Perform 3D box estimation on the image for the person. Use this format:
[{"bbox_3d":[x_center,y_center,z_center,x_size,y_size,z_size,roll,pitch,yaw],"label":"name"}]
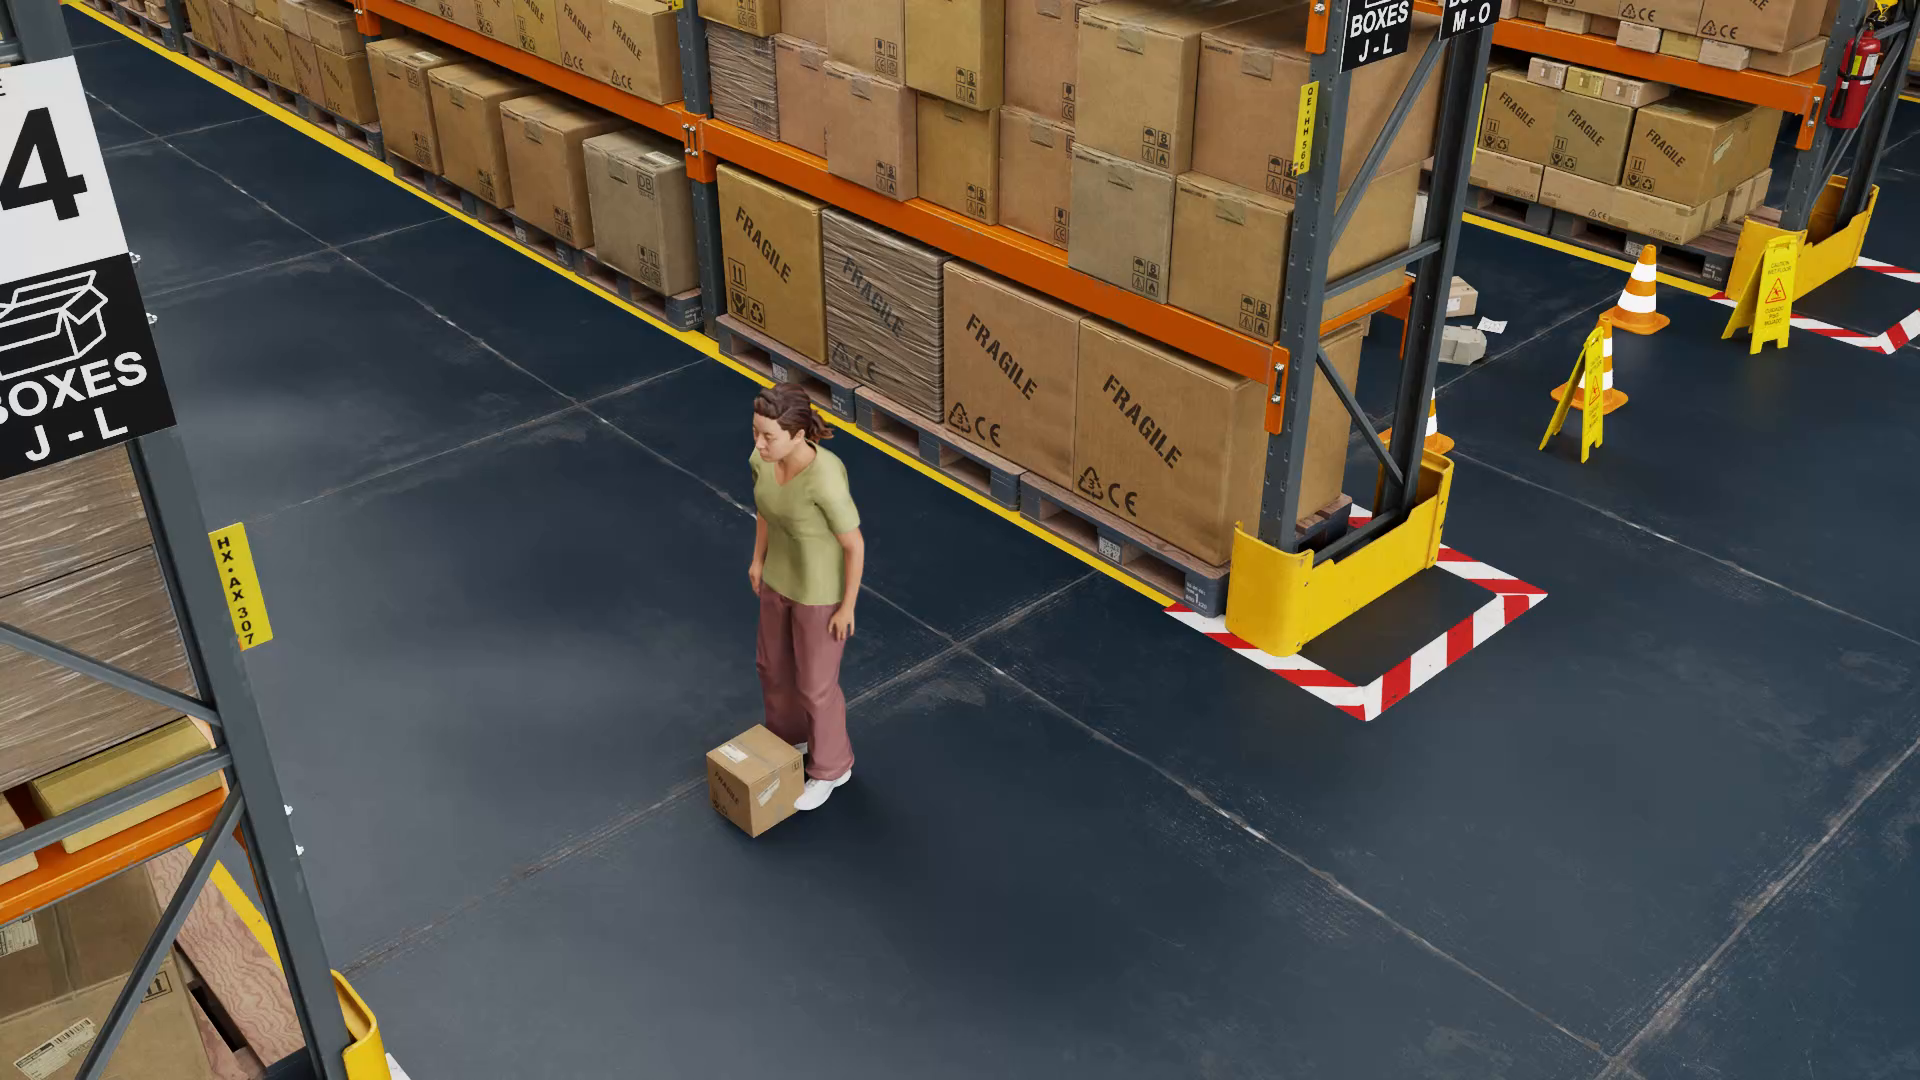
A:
[{"bbox_3d":[-0.567,0.183,5.843,0.520,1.671,0.368,27,41,36],"label":"person"}]
